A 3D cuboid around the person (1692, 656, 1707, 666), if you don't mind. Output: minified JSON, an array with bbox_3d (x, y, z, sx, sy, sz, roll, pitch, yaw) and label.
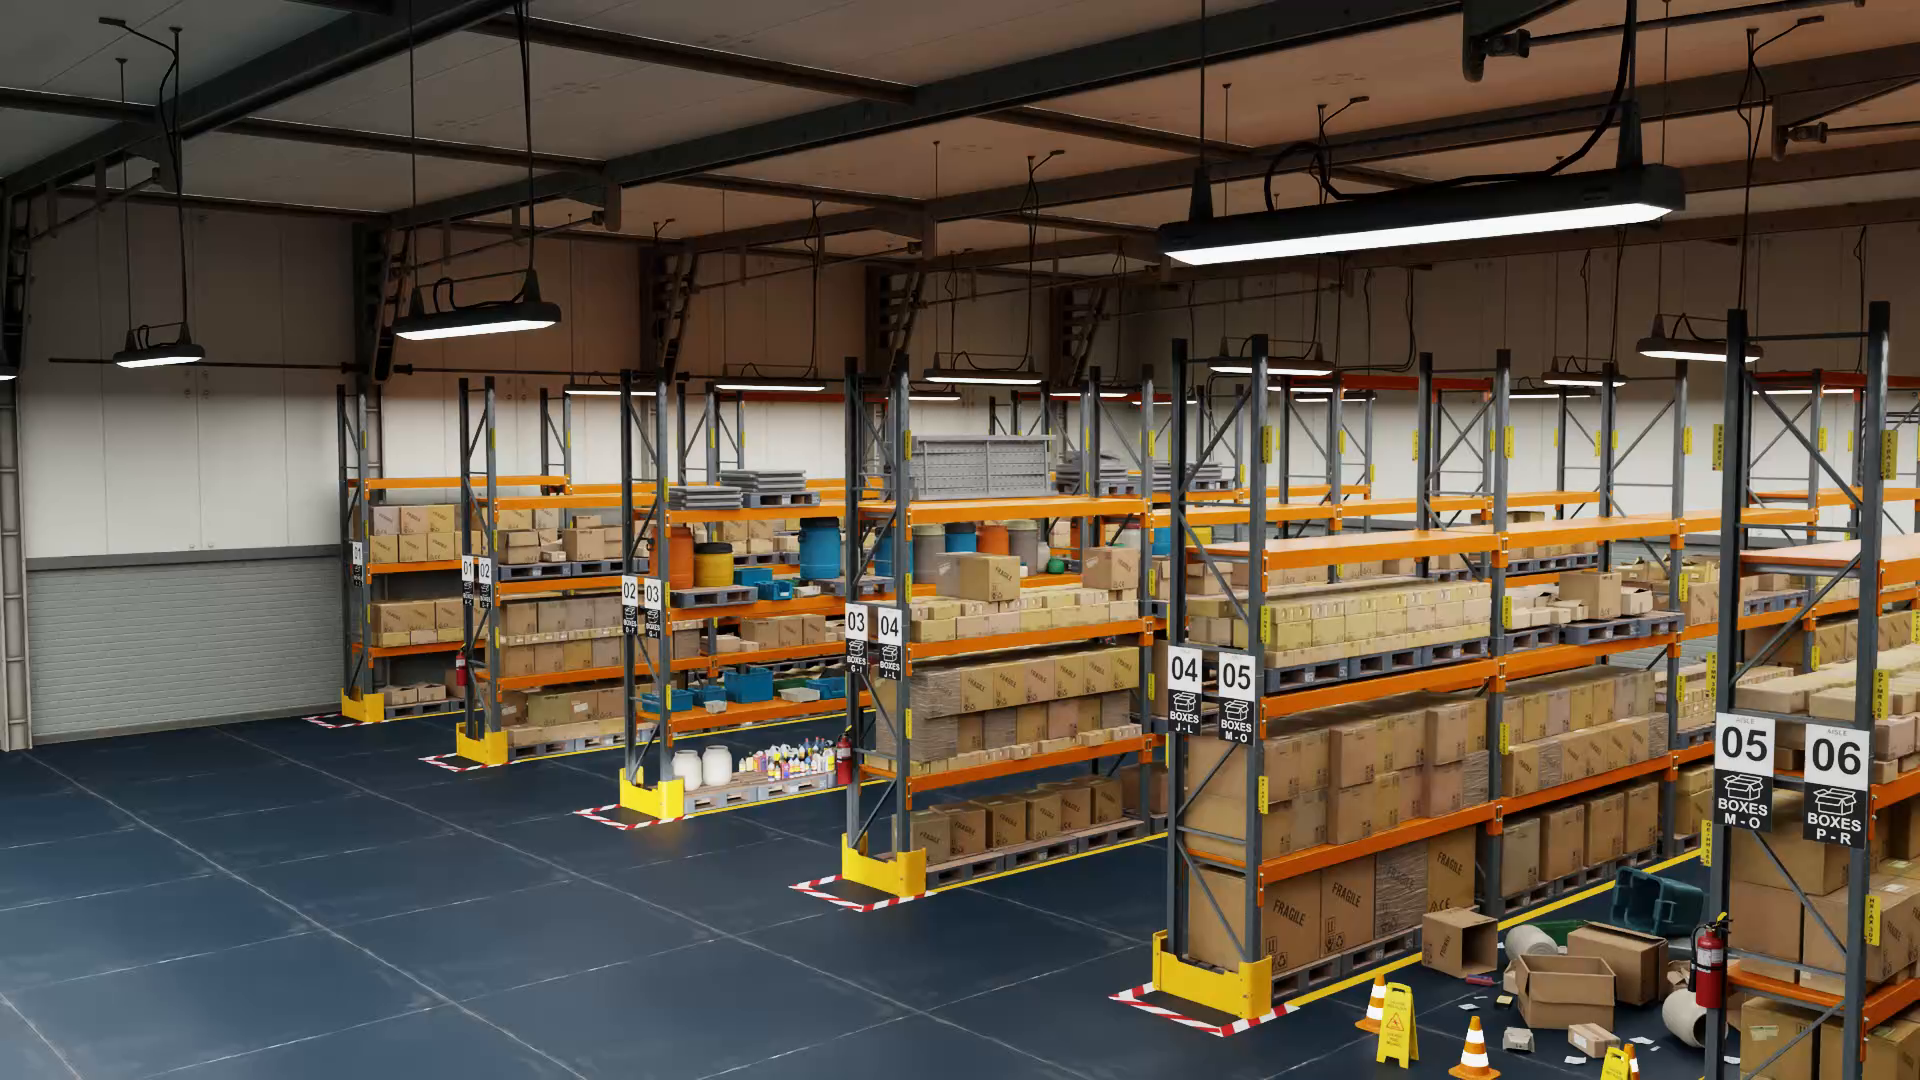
[{"bbox_3d":[11.552,2.626,25.799,0.717,1.703,0.632,-3,5,-42],"label":"person"}]
